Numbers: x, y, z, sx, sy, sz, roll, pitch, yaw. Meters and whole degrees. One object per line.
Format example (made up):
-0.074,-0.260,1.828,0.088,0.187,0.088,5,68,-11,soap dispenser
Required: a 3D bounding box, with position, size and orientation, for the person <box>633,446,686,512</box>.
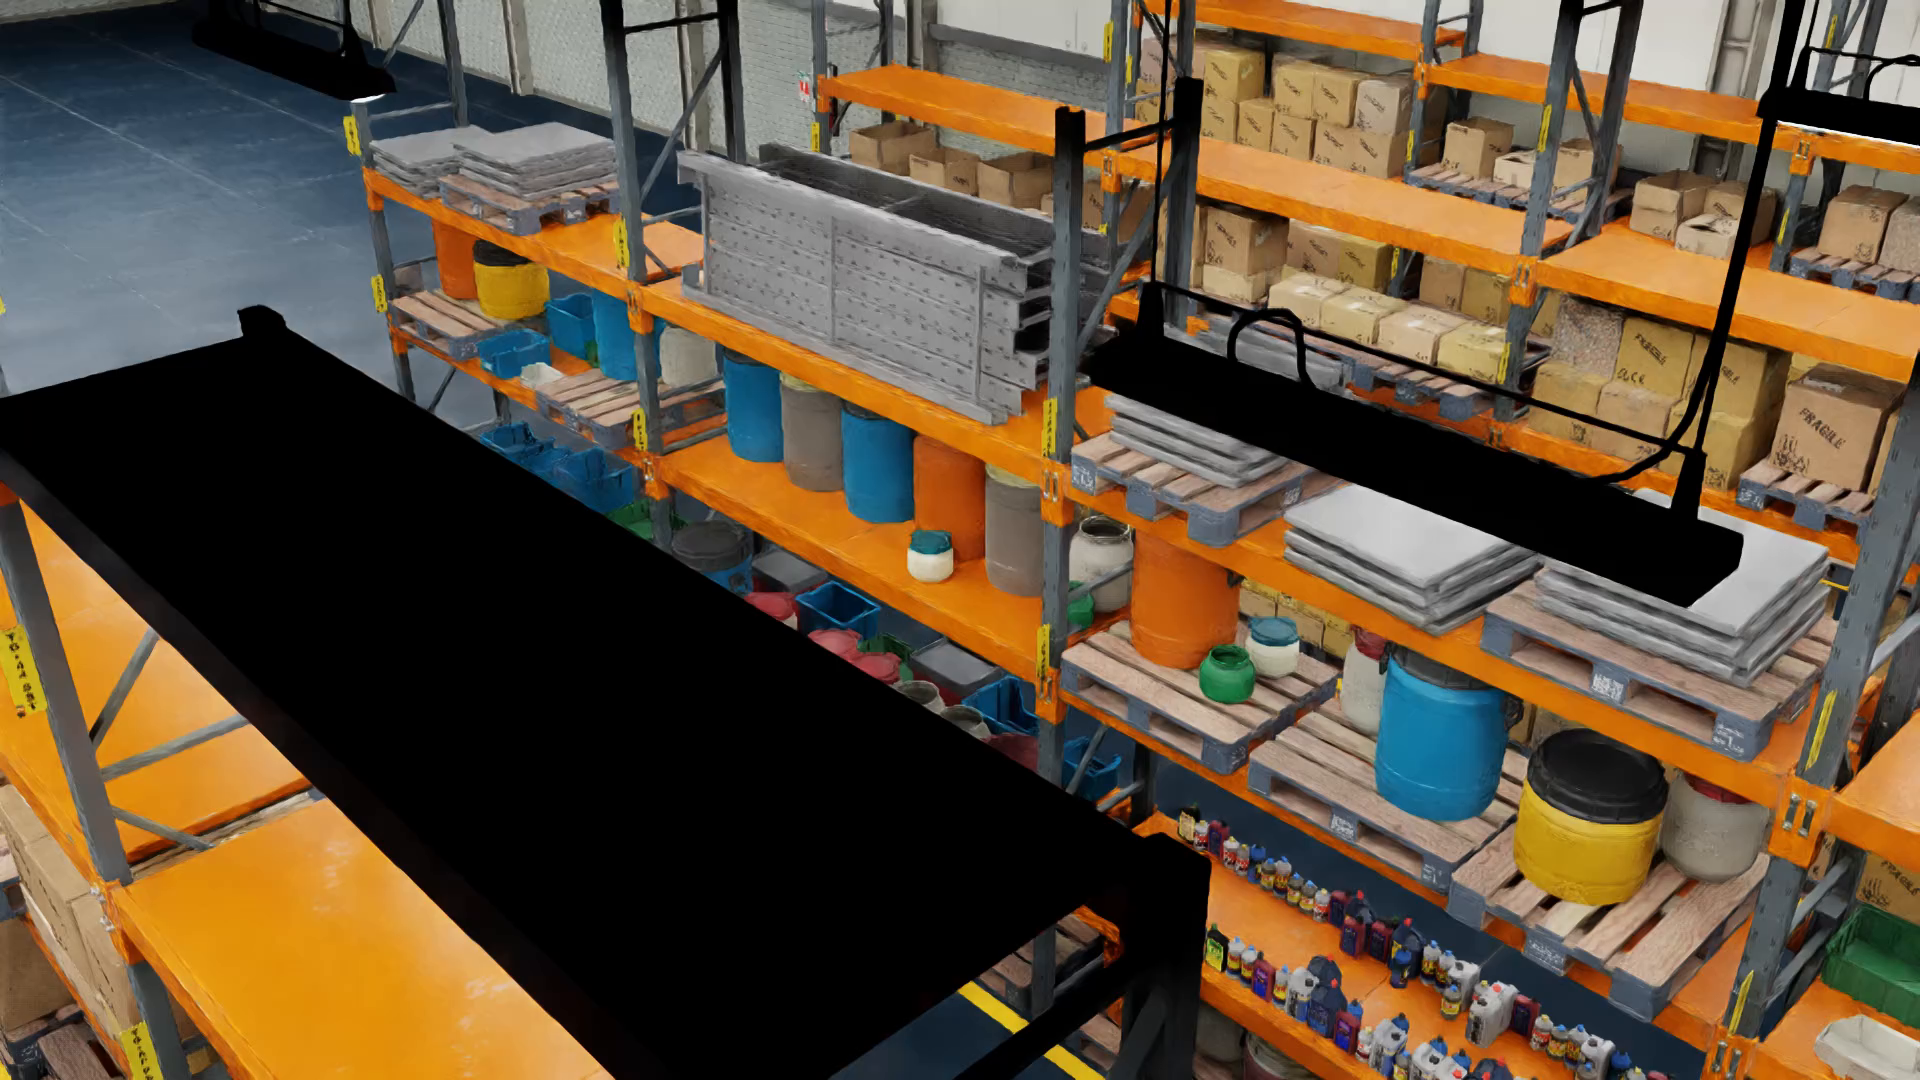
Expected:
-3.012,-0.836,16.620,0.582,1.710,0.541,-3,28,-6,person
